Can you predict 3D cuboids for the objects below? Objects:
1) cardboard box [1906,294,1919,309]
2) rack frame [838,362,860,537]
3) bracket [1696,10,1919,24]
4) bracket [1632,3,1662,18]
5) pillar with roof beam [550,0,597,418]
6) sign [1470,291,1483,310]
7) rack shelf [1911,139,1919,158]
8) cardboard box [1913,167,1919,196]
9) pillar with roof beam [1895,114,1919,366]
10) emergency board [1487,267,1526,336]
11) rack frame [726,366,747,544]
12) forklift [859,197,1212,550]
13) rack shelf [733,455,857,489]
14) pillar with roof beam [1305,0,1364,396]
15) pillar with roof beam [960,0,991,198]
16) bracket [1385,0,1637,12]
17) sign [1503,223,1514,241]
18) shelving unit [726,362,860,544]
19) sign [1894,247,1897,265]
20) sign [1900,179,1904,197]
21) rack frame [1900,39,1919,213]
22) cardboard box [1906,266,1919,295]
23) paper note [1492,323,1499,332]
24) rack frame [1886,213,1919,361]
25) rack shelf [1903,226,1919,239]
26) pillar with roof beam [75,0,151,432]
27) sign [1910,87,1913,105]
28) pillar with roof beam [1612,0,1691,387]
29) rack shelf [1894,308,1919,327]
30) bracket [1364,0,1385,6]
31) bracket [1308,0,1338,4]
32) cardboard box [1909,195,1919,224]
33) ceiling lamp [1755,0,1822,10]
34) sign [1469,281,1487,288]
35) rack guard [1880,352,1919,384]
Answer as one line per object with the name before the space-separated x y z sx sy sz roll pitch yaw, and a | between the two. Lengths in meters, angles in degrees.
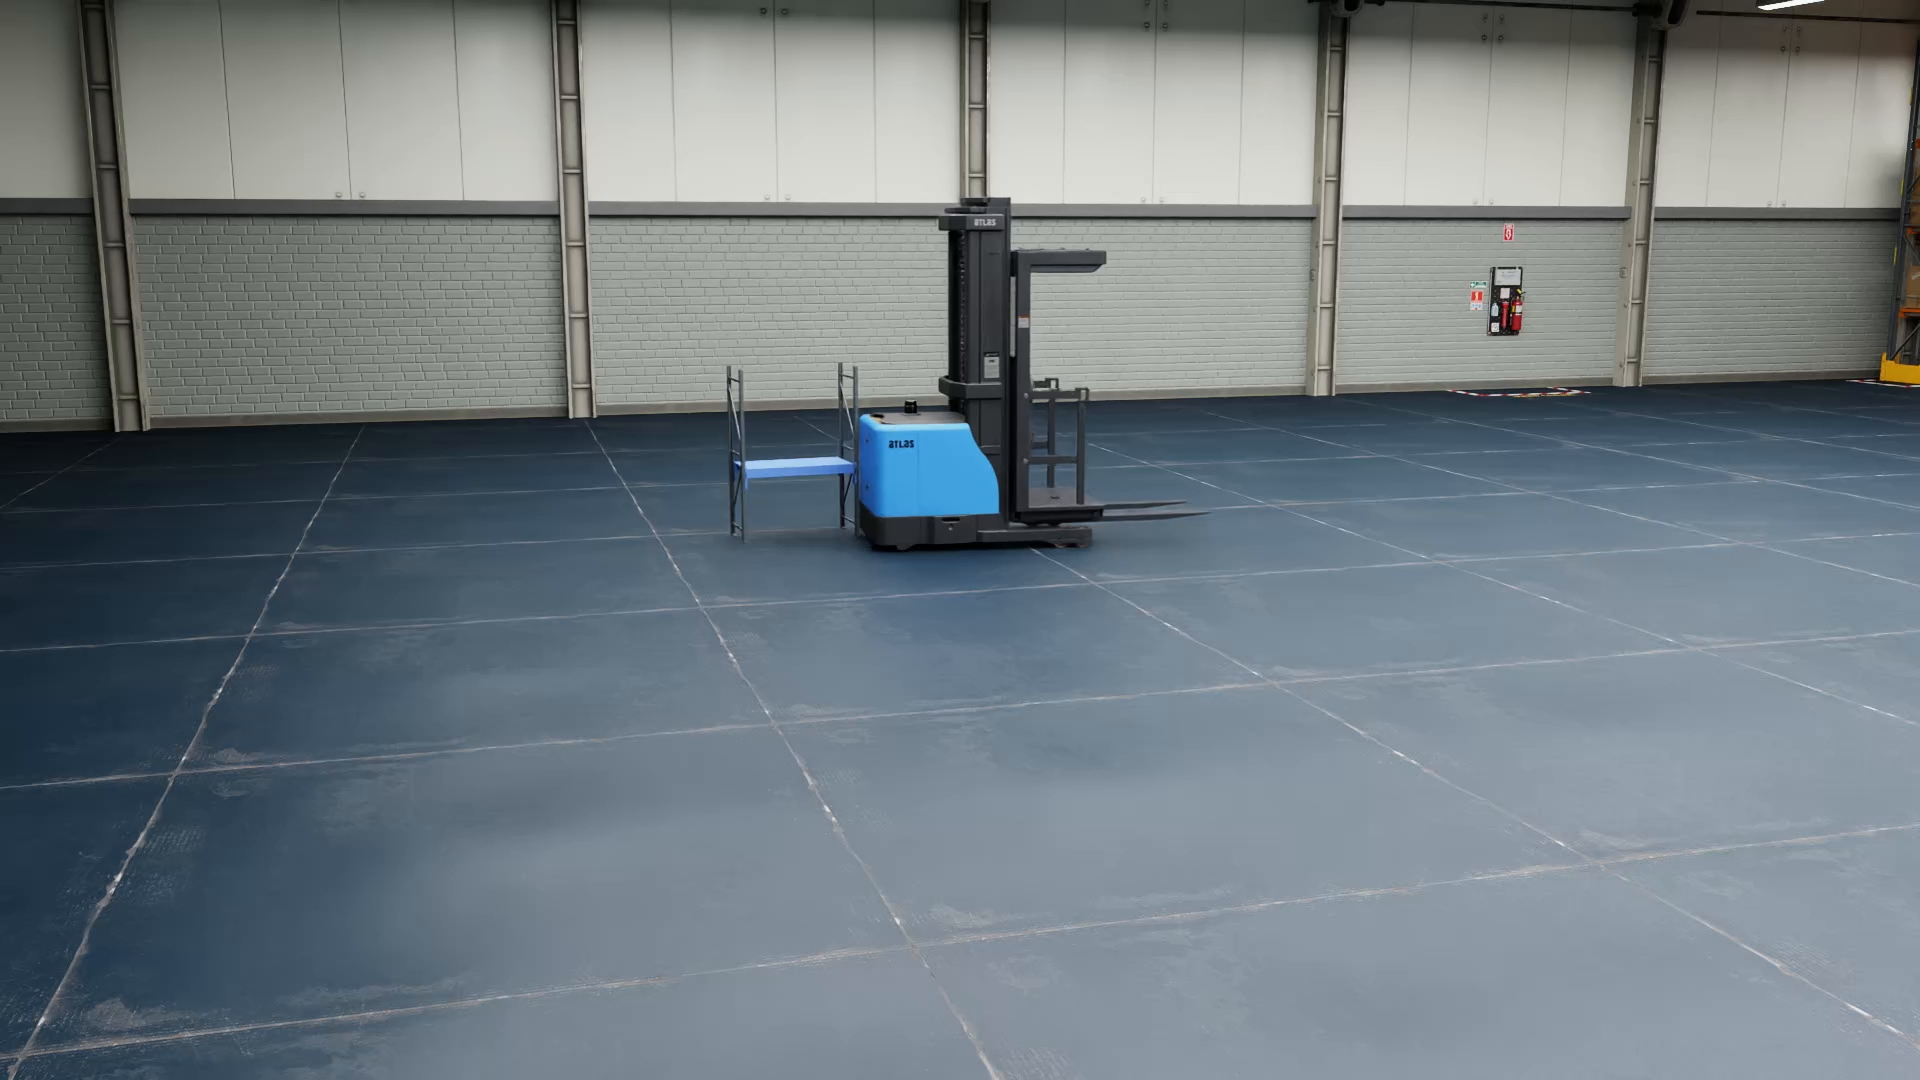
cardboard box | 17.473 -4.304 29.999 0.500 0.250 0.500 -3 11 -15
rack frame | -0.990 -0.811 14.809 0.032 1.500 0.500 -4 11 -20
bracket | 14.719 -9.003 28.654 4.783 0.066 0.076 -3 11 -16
bracket | 11.449 -8.831 27.717 0.430 0.232 0.235 -3 11 -16
pillar with roof beam | -4.332 -5.484 19.479 0.400 9.000 9.100 -3 11 -16
sign | 8.805 -4.082 28.335 0.234 0.329 0.001 -3 11 -16
rack shelf | 18.999 -7.007 29.748 4.000 0.370 1.077 -3 11 -16
cardboard box | 17.419 -6.404 29.668 0.500 0.500 0.500 -3 11 -13
pillar with roof beam | 18.712 -6.698 26.077 0.400 9.000 9.100 -3 11 -16
emergency board | 9.364 -4.074 28.392 0.643 1.169 0.194 -3 11 -16
rack frame | -1.941 -0.746 14.457 0.032 1.500 0.500 -4 11 -20
forklift | 0.669 -1.470 14.435 3.031 2.935 1.130 -2 11 -12
rack shelf | -1.466 -0.602 14.666 1.000 0.185 0.538 -4 11 -20
pillar with roof beam | 7.190 -6.091 22.778 0.548 9.000 9.100 -3 11 -16
pillar with roof beam | 1.429 -5.787 21.129 0.548 9.000 9.100 -3 11 -16
bracket | 8.958 -8.699 27.004 4.783 0.066 0.076 -3 11 -16
sign | 9.329 -5.231 28.274 0.199 0.298 0.001 -3 11 -16
shelving unit | -1.466 -0.779 14.633 1.048 1.500 0.538 -4 11 -20
sign | 16.942 -5.133 30.072 0.005 0.325 0.100 -3 11 -16
sign | 16.942 -6.319 29.854 0.005 0.325 0.100 -3 11 -16
rack frame | 17.078 -7.261 29.133 0.127 3.000 1.000 -3 11 -16
cardboard box | 17.471 -4.676 29.950 0.500 0.500 0.500 -3 11 -17
paper note | 9.175 -3.644 28.489 0.142 0.148 0.016 -3 11 -16
rack frame | 17.078 -4.310 29.676 0.127 3.000 1.000 -3 11 -16
rack shelf | 18.999 -5.533 30.019 4.000 0.370 1.077 -3 11 -16
pillar with roof beam | -10.092 -5.180 17.830 0.400 9.000 9.100 -3 11 -16
sign | 16.943 -7.896 29.563 0.005 0.325 0.100 -3 11 -16
pillar with roof beam | 12.951 -6.395 24.427 0.548 9.000 9.100 -3 11 -16
rack shelf | 18.999 -4.058 30.291 4.000 0.370 1.077 -3 11 -16
bracket | 6.485 -8.569 26.296 0.430 0.232 0.235 -3 11 -16
bracket | 5.688 -8.527 26.068 0.430 0.232 0.235 -3 11 -16
cardboard box | 17.408 -5.910 29.747 0.500 0.500 0.500 -2 11 -12
ceiling lamp | 11.717 -9.077 22.874 0.800 3.185 2.000 -3 11 -16
sign | 8.812 -4.341 28.279 0.331 0.109 0.001 -3 11 -16
rack guard | 17.151 -3.085 29.923 0.348 0.500 1.175 -3 11 -16
